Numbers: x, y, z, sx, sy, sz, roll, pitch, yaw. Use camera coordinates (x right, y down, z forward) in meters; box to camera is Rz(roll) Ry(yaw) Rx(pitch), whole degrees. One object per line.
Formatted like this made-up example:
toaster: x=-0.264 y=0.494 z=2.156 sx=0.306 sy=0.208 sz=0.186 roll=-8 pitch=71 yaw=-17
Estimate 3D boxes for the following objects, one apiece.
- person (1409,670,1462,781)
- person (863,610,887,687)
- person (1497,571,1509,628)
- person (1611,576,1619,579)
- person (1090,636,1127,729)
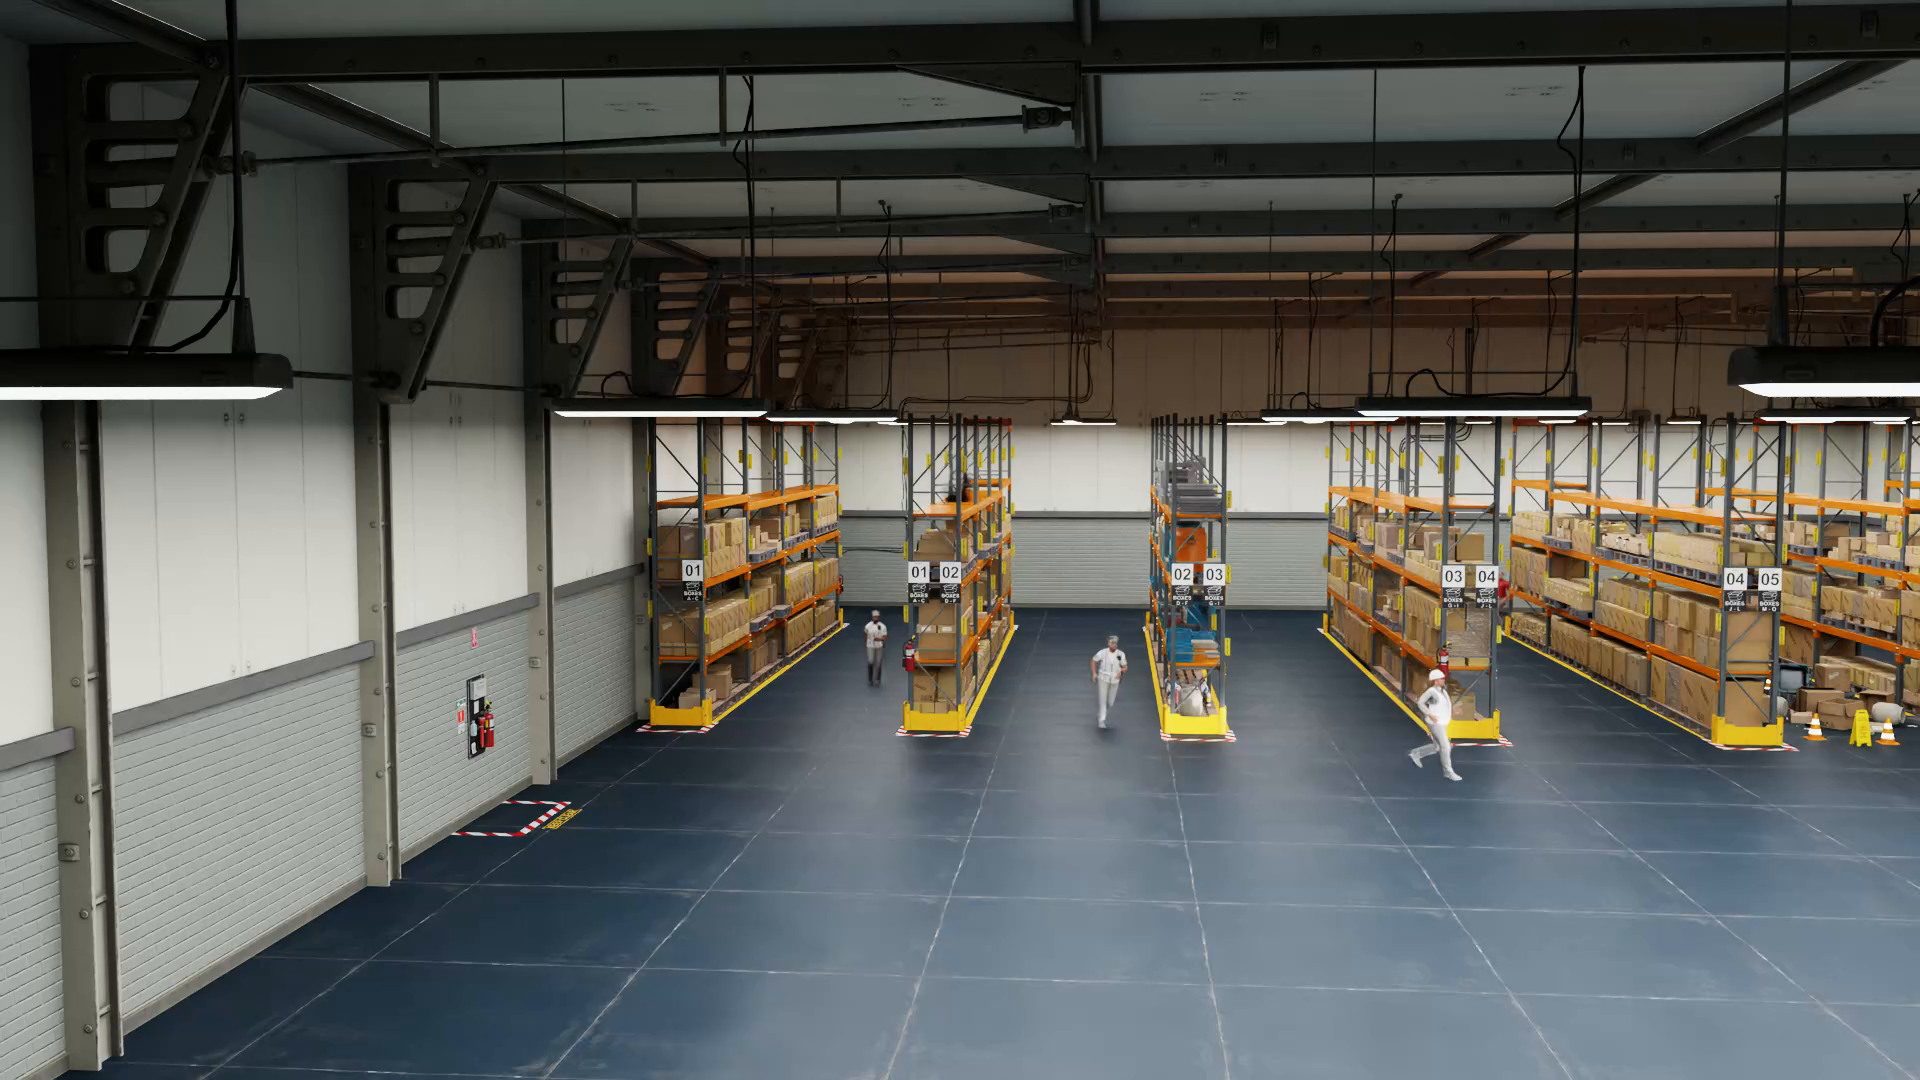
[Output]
person: x=7.780 y=3.011 z=27.226 sx=0.928 sy=1.778 sz=0.595 roll=3 pitch=5 yaw=37
person: x=-1.888 y=2.401 z=36.839 sx=0.548 sy=1.699 sz=0.684 roll=0 pitch=4 yaw=0
person: x=15.249 y=1.724 z=47.107 sx=0.587 sy=1.678 sz=0.693 roll=-1 pitch=4 yaw=-14
person: x=17.387 y=1.863 z=44.145 sx=0.676 sy=1.820 sz=0.875 roll=0 pitch=4 yaw=-6
person: x=2.878 y=2.721 z=32.084 sx=0.704 sy=1.767 sz=0.822 roll=0 pitch=4 yaw=-4
